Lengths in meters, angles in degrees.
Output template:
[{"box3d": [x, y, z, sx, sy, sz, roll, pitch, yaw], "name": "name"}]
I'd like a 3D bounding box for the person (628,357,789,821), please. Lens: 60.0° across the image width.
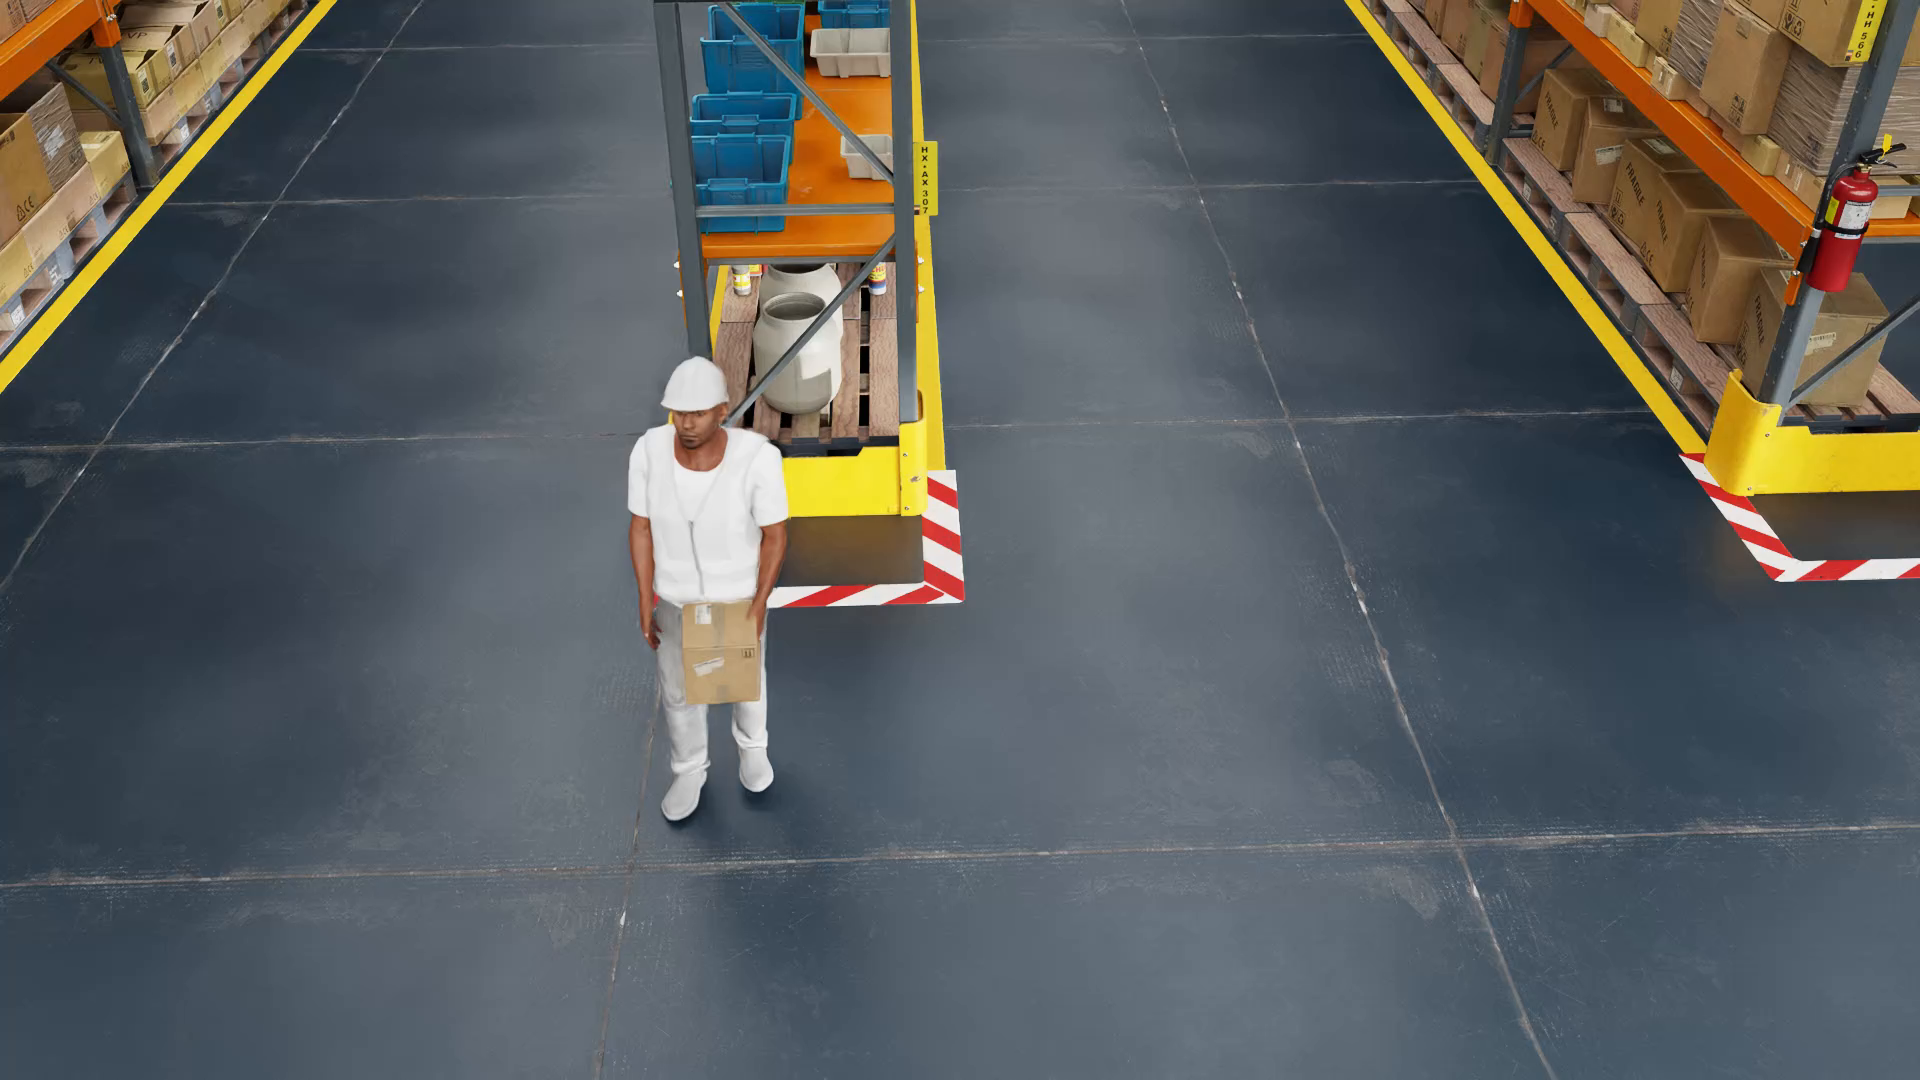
[{"box3d": [-0.870, 0.201, 5.836, 0.560, 1.767, 0.493, 3, 35, 4], "name": "person"}]
